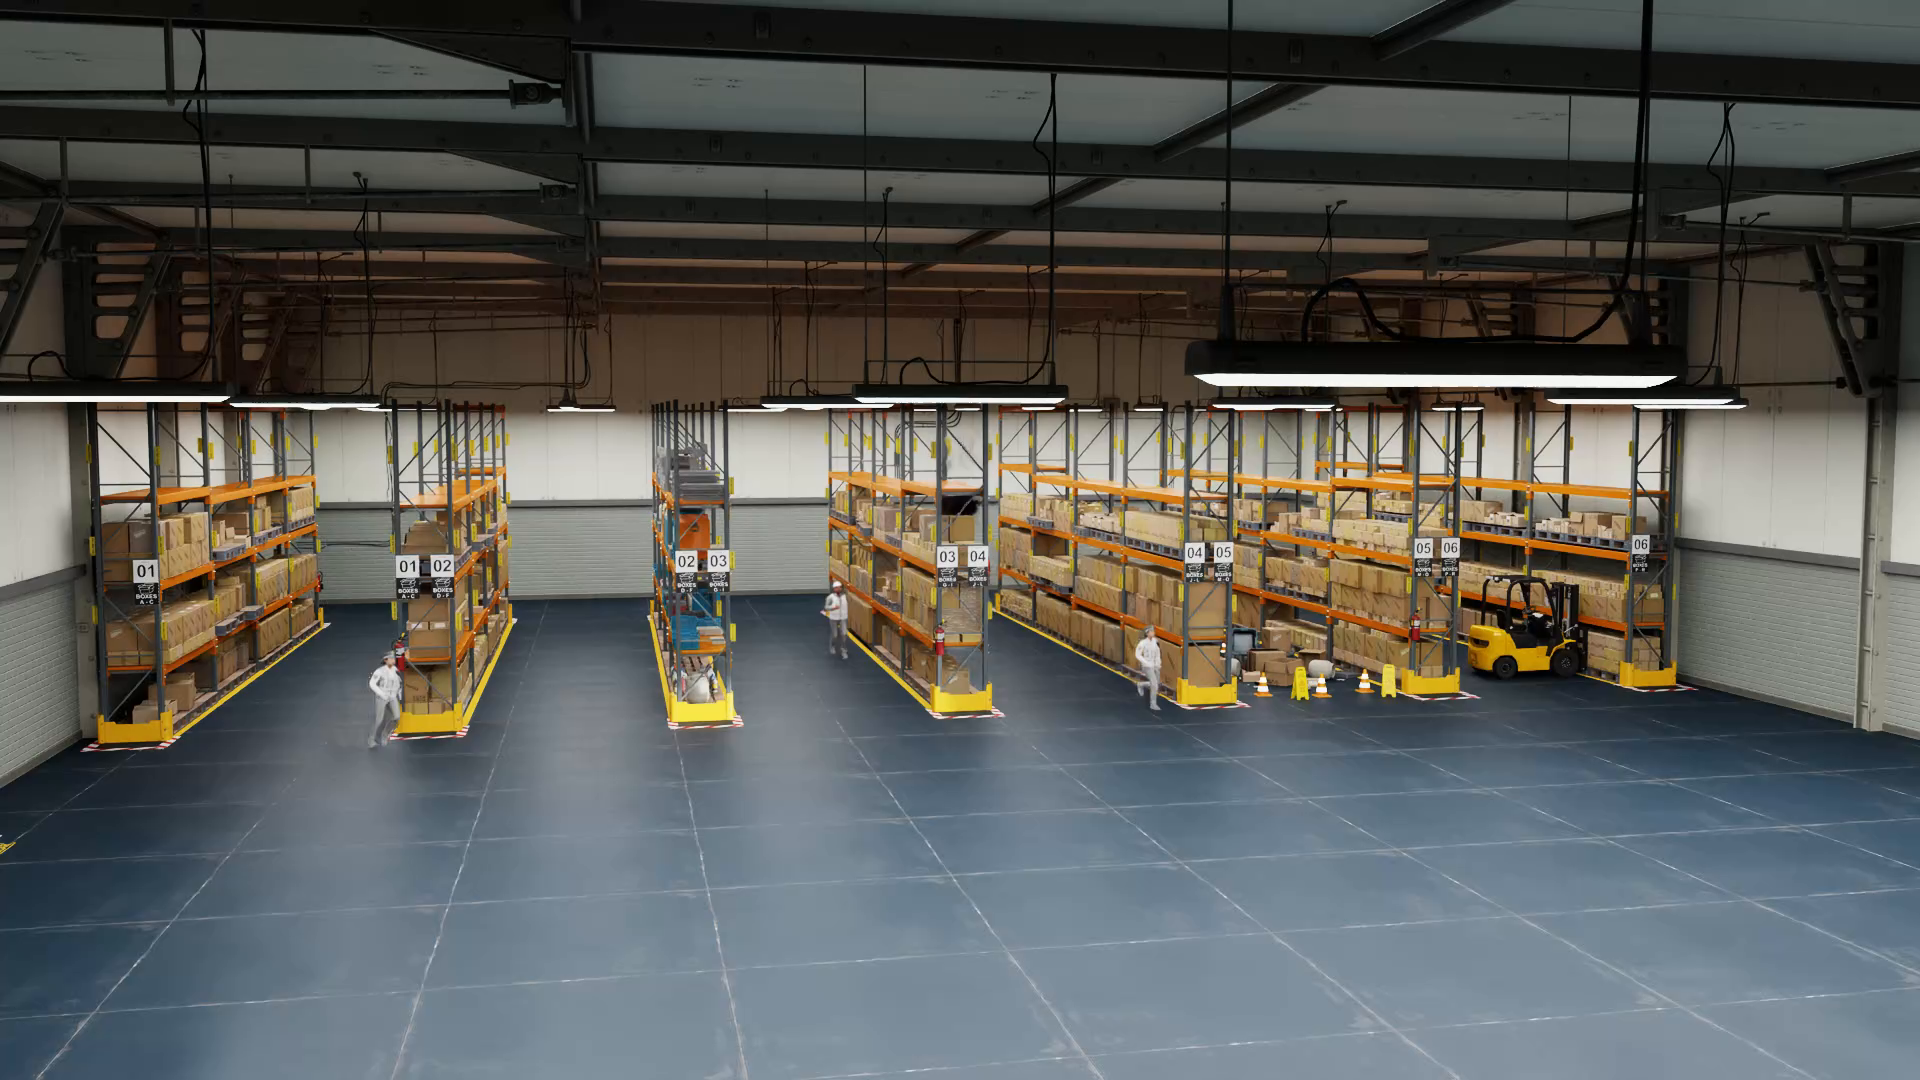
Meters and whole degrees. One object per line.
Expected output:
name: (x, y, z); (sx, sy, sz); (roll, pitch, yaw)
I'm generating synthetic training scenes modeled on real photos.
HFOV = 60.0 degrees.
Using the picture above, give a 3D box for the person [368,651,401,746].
person: (-9.876, 2.732, 28.739); (0.570, 1.639, 0.675); (4, 6, 43)

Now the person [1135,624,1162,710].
person: (3.686, 2.472, 32.444); (0.636, 1.669, 0.628); (-4, 6, -43)

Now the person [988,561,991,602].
person: (0.657, 1.171, 49.334); (0.616, 1.702, 0.685); (-3, 5, -34)

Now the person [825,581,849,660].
person: (-2.868, 1.869, 39.112); (0.652, 1.793, 0.896); (-2, 5, -20)
